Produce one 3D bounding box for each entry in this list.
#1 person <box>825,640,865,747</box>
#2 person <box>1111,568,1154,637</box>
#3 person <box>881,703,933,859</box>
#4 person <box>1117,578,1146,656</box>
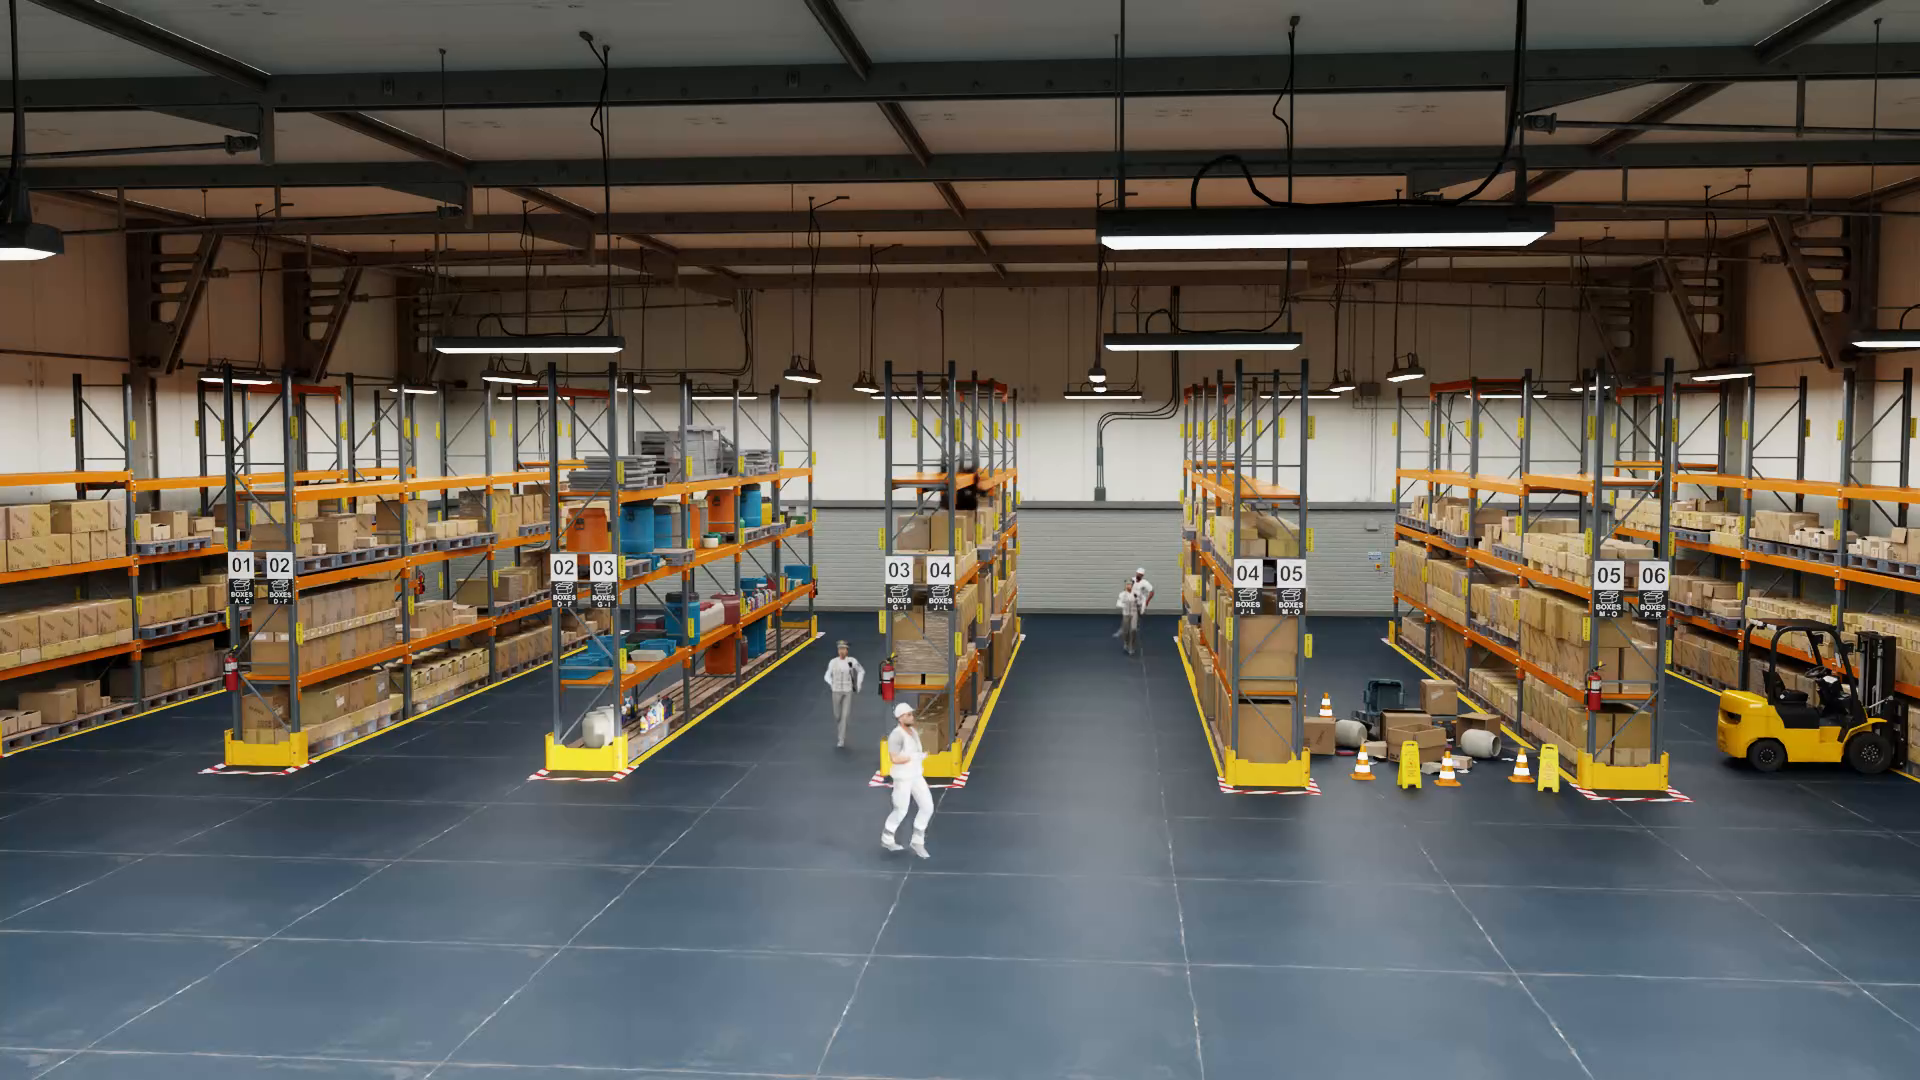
[{"bbox_3d":[-1.849,2.423,26.506,0.630,1.652,0.949,0,4,4],"label":"person"},{"bbox_3d":[4.117,1.502,40.262,0.963,1.689,0.840,-1,4,-16],"label":"person"},{"bbox_3d":[-0.607,2.828,19.483,0.720,1.839,0.631,3,5,35],"label":"person"},{"bbox_3d":[3.836,1.709,37.267,0.625,1.722,0.834,1,4,12],"label":"person"}]
